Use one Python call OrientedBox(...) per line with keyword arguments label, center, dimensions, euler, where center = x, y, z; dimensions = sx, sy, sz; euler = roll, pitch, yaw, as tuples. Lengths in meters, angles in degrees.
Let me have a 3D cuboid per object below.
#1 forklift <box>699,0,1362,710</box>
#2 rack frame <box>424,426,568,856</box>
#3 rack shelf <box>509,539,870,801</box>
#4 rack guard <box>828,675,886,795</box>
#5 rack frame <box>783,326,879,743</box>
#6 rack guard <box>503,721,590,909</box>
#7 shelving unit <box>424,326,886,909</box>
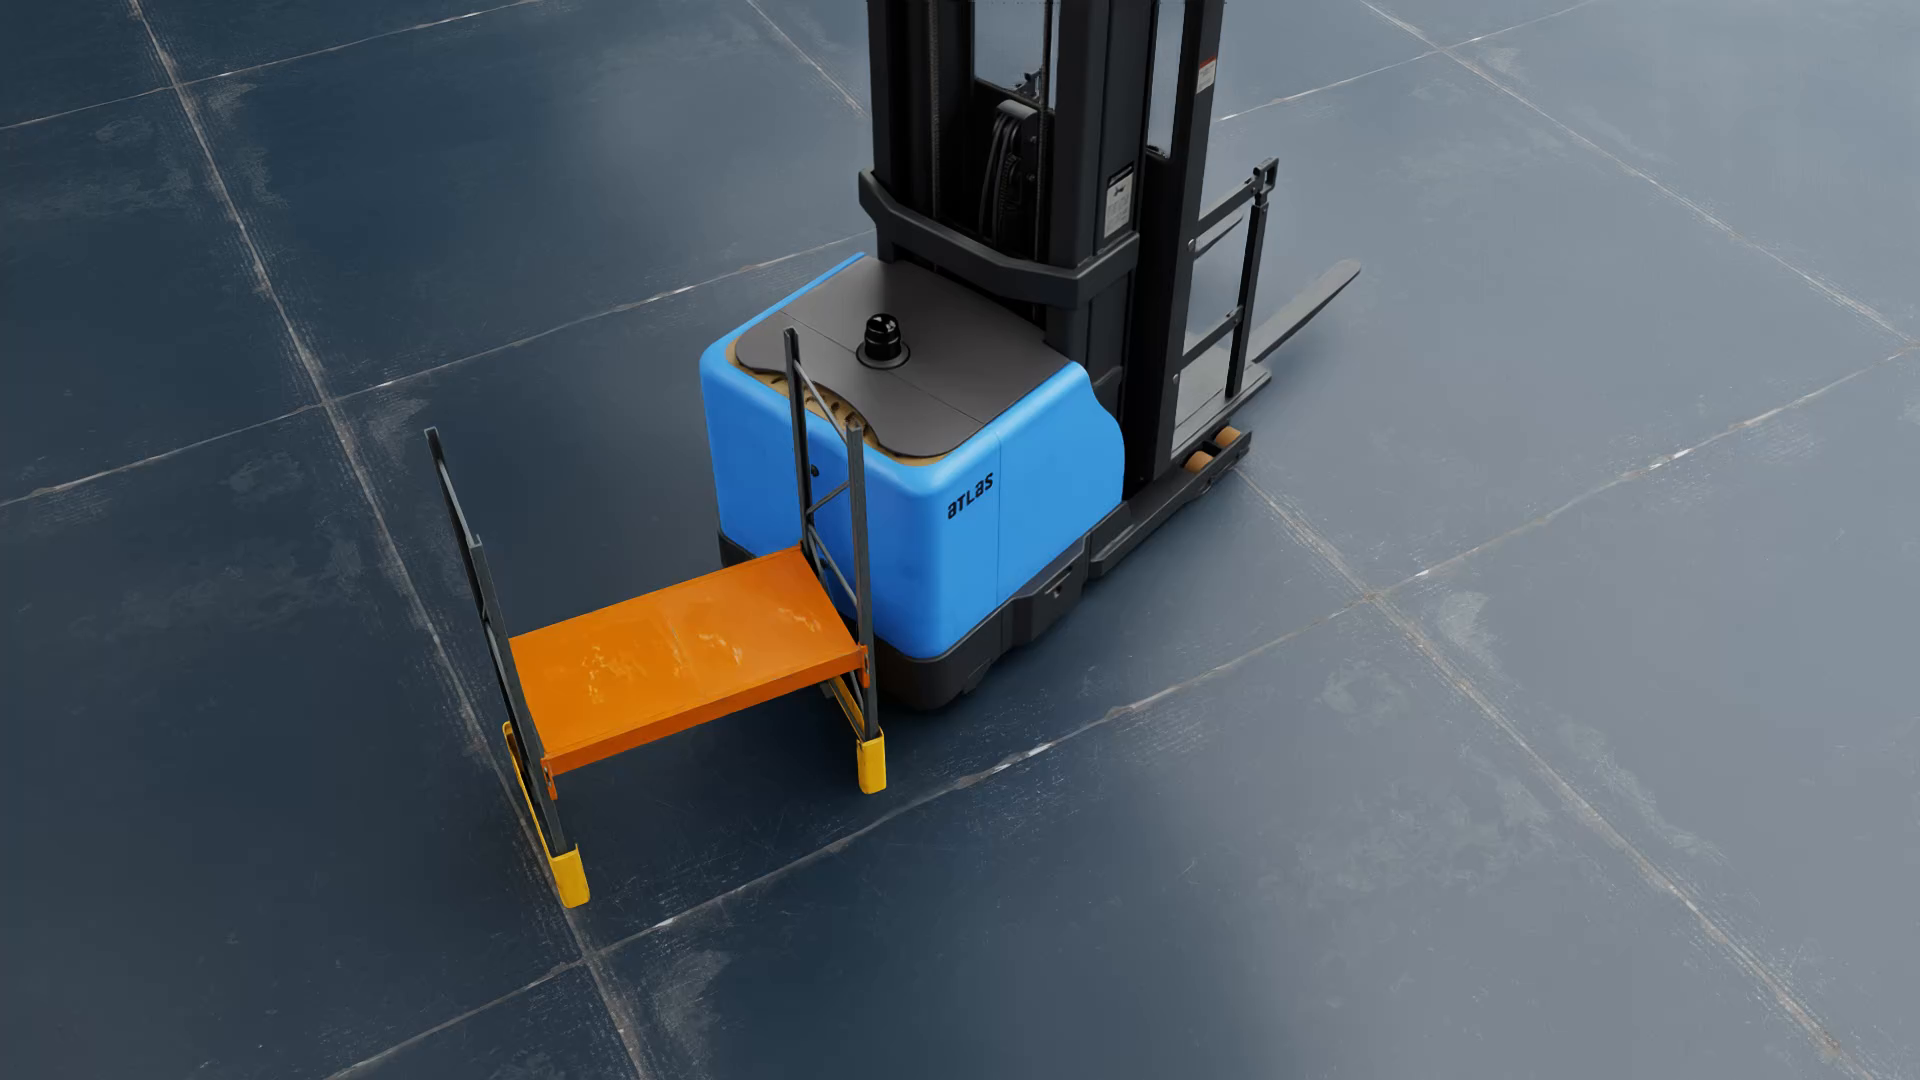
OrientedBox(label="forklift", center=(0.489, -1.436, 5.626), dimensions=(1.130, 2.935, 3.031), euler=(31, 52, 28))
OrientedBox(label="rack frame", center=(-1.296, 0.398, 4.763), dimensions=(0.032, 1.500, 0.500), euler=(-19, 47, -18))
OrientedBox(label="rack shelf", center=(-0.838, 0.373, 5.047), dimensions=(1.000, 0.185, 0.538), euler=(-19, 47, -18))
OrientedBox(label="rack guard", center=(-0.398, 0.545, 5.509), dimensions=(0.087, 0.250, 0.587), euler=(-19, 47, -18))
OrientedBox(label="rack frame", center=(-0.380, 0.090, 5.080), dimensions=(0.032, 1.500, 0.500), euler=(-19, 47, -18))
OrientedBox(label="rack guard", center=(-1.295, 0.846, 5.199), dimensions=(0.087, 0.250, 0.587), euler=(-19, 47, -18))
OrientedBox(label="shelving unit", center=(-0.846, 0.247, 4.919), dimensions=(1.083, 1.500, 0.587), euler=(-19, 47, -18))
